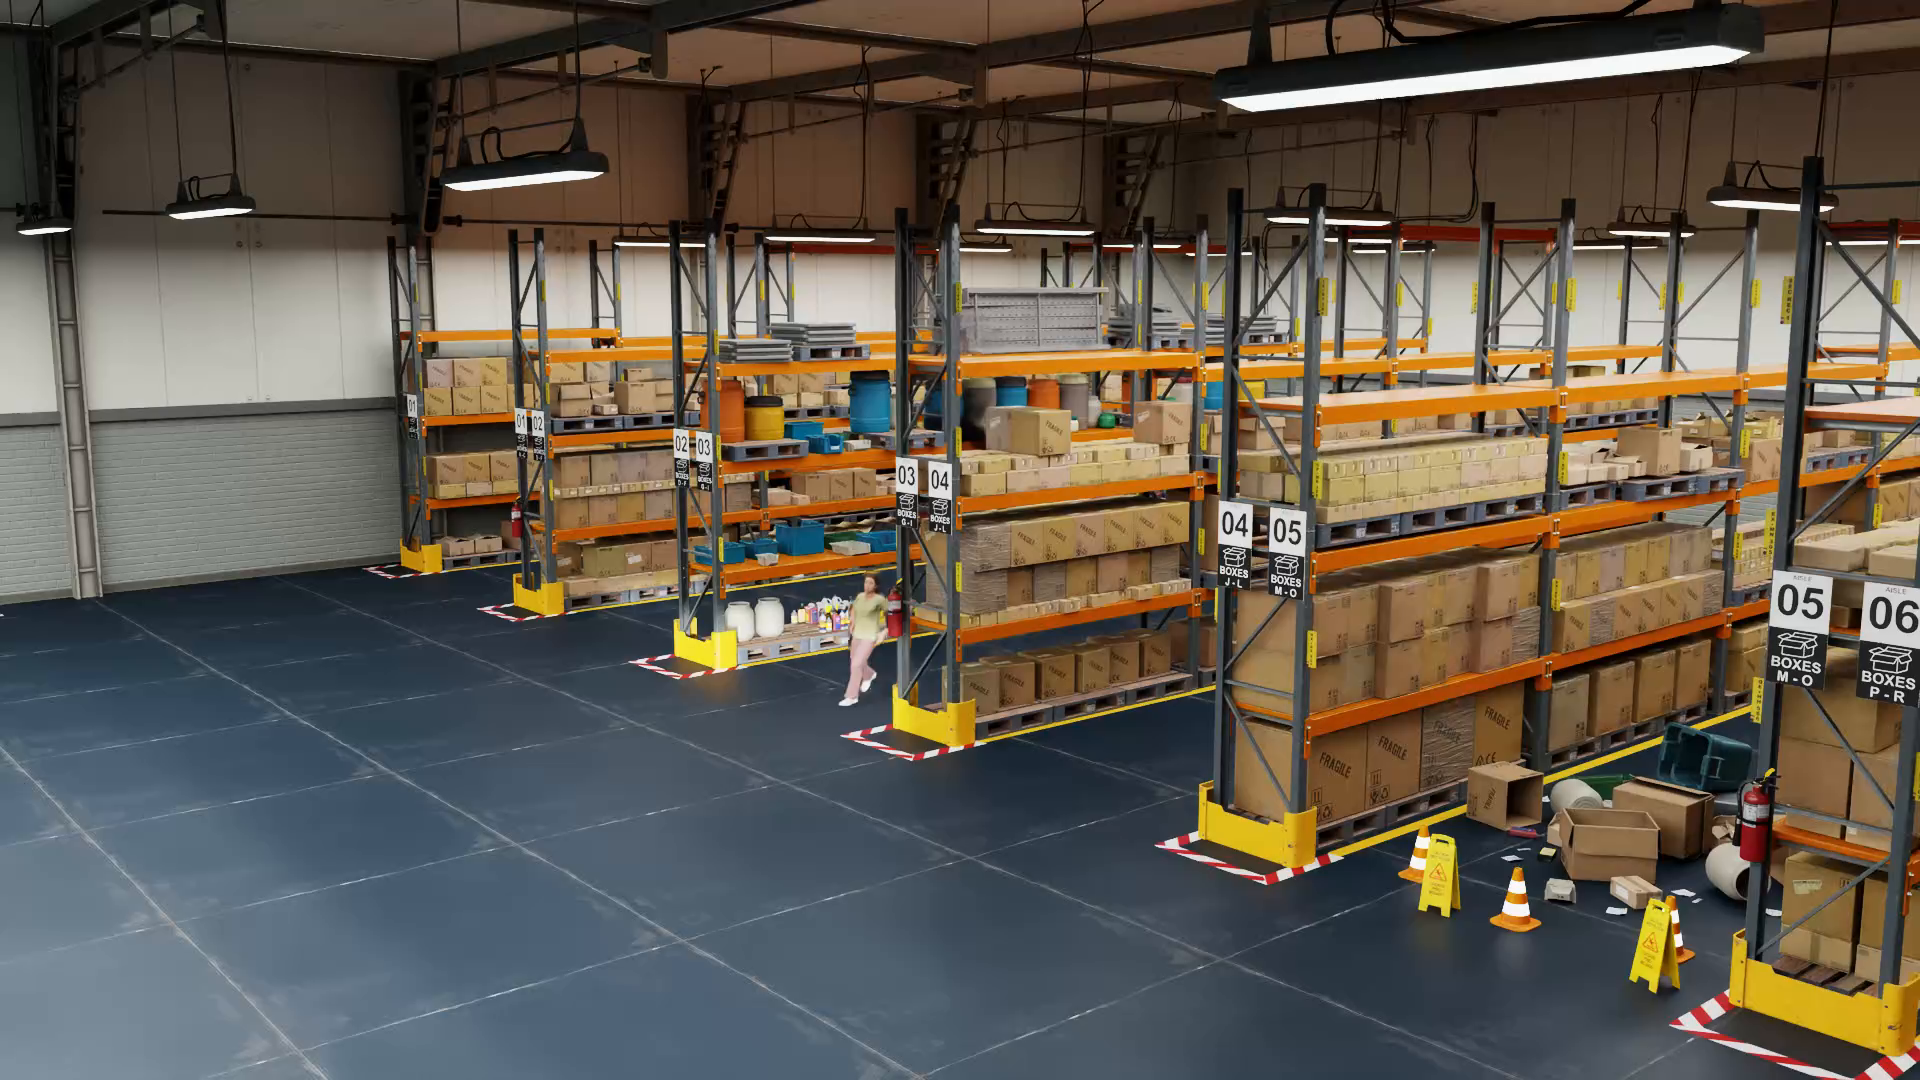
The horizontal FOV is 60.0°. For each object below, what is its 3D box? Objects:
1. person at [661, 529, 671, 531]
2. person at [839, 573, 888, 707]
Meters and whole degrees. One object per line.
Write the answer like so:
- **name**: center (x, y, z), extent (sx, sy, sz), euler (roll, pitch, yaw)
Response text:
- **person**: center (-5.209, -0.261, 29.848), extent (0.672, 1.726, 0.837), euler (8, 12, 42)
- **person**: center (-1.109, 1.208, 20.541), extent (0.639, 1.642, 0.791), euler (6, 10, 33)
